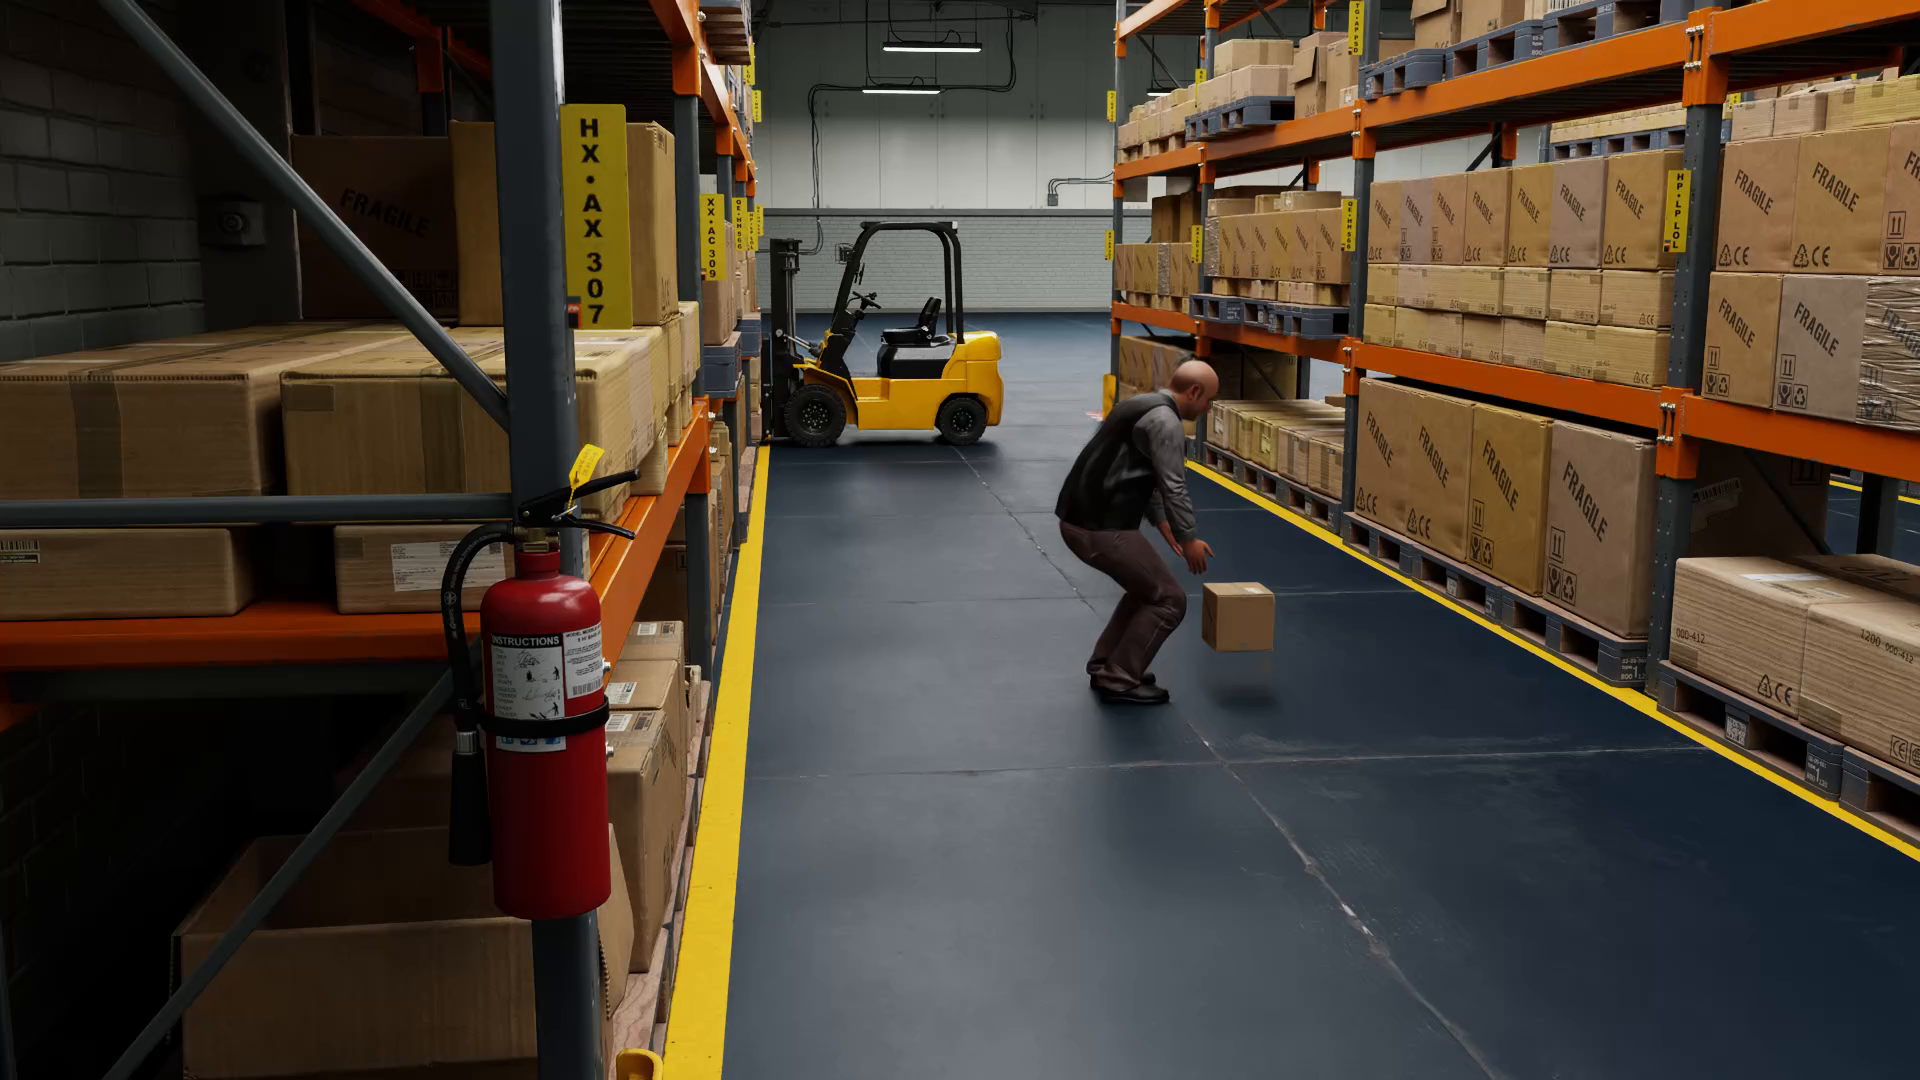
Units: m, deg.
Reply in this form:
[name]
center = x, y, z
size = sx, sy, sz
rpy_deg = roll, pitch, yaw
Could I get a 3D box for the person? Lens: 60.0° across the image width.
[person]
center = 0.751, -0.047, 7.100
size = 0.689, 1.434, 0.591
rpy_deg = -1, 10, -6
